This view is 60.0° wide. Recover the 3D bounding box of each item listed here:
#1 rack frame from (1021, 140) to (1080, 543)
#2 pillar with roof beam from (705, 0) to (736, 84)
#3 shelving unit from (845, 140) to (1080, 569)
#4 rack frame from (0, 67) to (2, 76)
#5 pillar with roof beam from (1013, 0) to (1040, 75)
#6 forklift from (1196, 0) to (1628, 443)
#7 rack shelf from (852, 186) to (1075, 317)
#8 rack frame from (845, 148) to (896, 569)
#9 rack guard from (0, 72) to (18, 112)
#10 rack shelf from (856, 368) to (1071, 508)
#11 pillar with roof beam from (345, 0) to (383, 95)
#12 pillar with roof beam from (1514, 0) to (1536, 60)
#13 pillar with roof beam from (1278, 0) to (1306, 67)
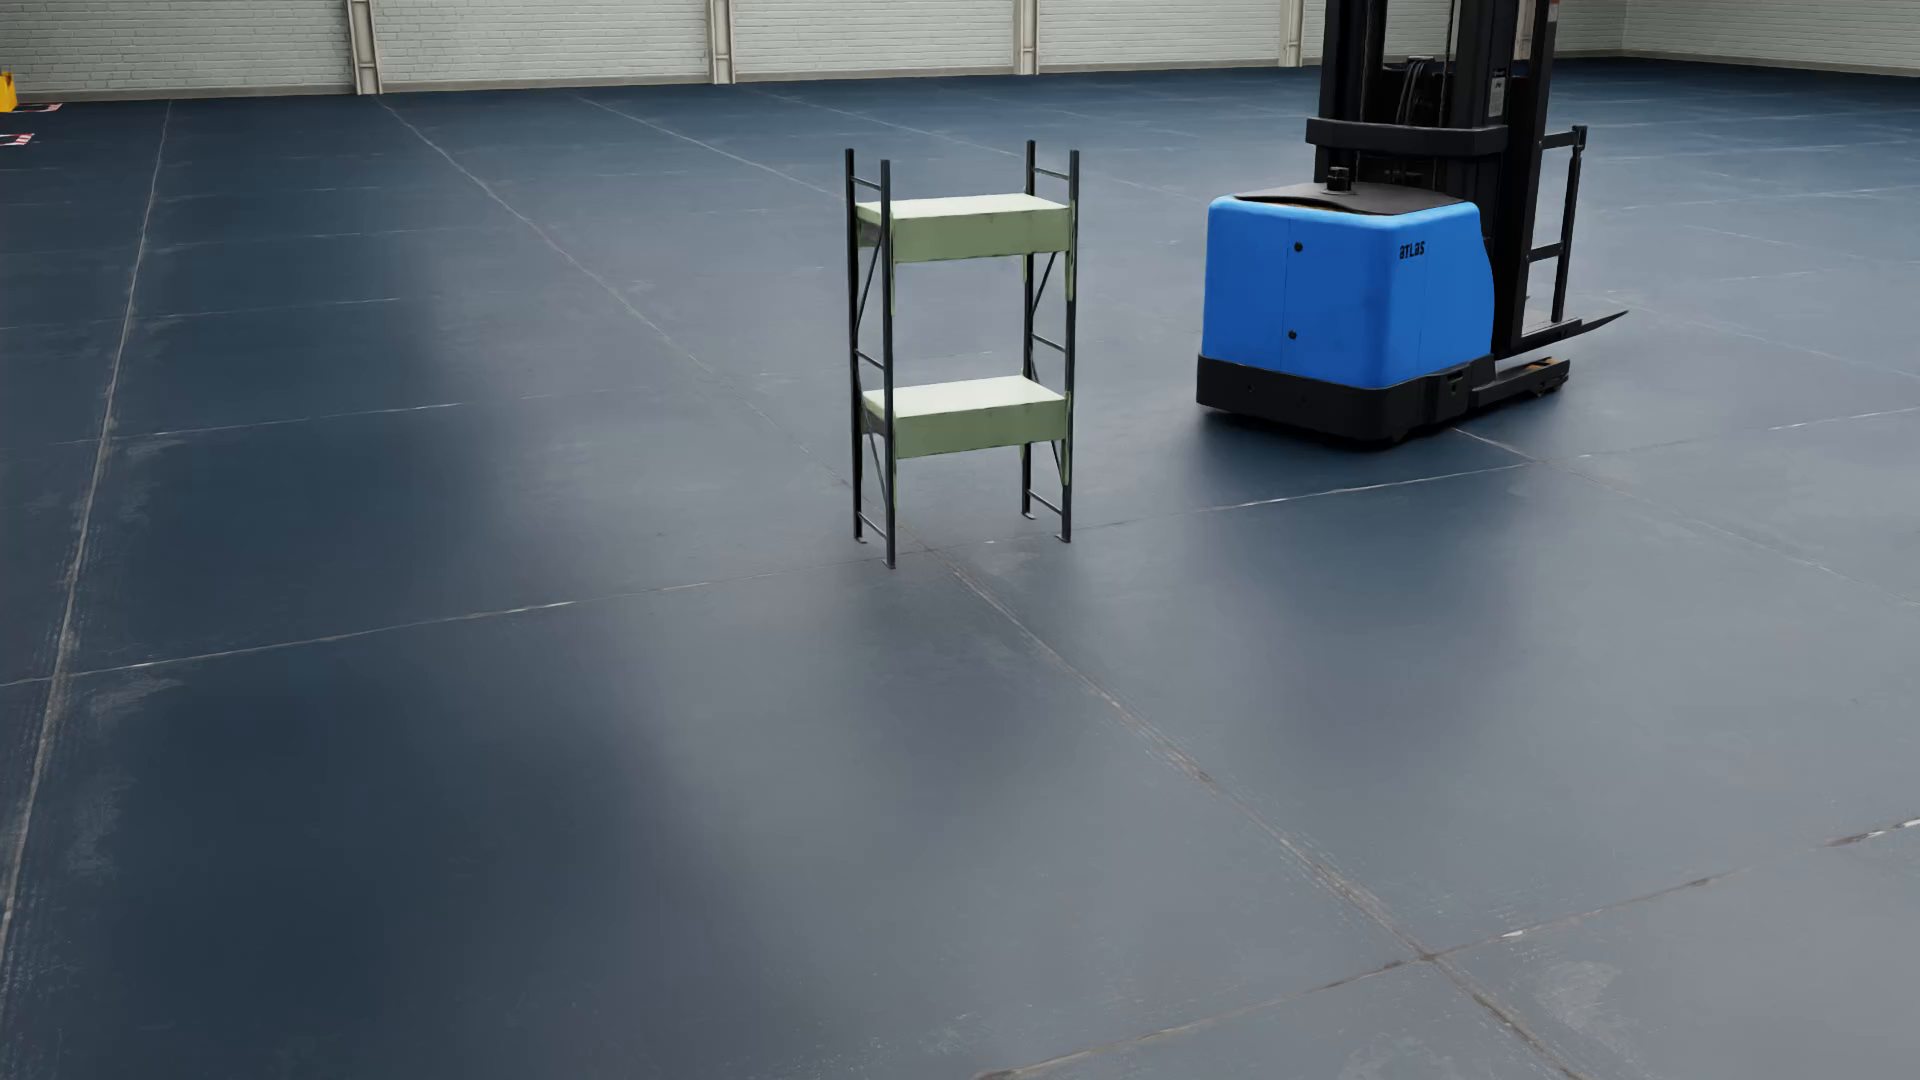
[{"bbox_3d":[0.342,-0.756,6.412,0.023,1.500,0.400,-8,21,-22],"label":"rack frame"},{"bbox_3d":[-2.537,-11.094,24.481,0.400,9.000,9.100,-8,21,-22],"label":"pillar with roof beam"},{"bbox_3d":[0.006,-0.708,6.275,0.755,1.500,0.431,-8,21,-22],"label":"shelving unit"},{"bbox_3d":[-14.264,-7.815,24.202,0.127,3.000,1.000,-8,21,-22],"label":"rack frame"},{"bbox_3d":[2.972,-11.883,26.723,0.400,9.000,9.100,-8,21,-22],"label":"pillar with roof beam"},{"bbox_3d":[2.572,-2.233,8.452,3.031,2.935,1.130,-18,26,-42],"label":"forklift"},{"bbox_3d":[0.006,-1.076,6.146,0.720,0.370,0.431,-8,21,-22],"label":"rack shelf"},{"bbox_3d":[-0.330,-0.660,6.139,0.023,1.500,0.400,-8,21,-22],"label":"rack frame"},{"bbox_3d":[-14.242,-6.639,24.626,0.348,0.500,1.175,-8,21,-22],"label":"rack guard"},{"bbox_3d":[0.006,-0.401,6.384,0.720,0.370,0.431,-8,21,-22],"label":"rack shelf"},{"bbox_3d":[-8.046,-10.305,22.239,0.400,9.000,9.100,-8,21,-22],"label":"pillar with roof beam"},{"bbox_3d":[13.991,-13.462,31.206,0.400,9.000,9.100,-8,21,-22],"label":"pillar with roof beam"},{"bbox_3d":[8.481,-12.673,28.964,0.400,9.000,9.100,-8,21,-22],"label":"pillar with roof beam"}]
